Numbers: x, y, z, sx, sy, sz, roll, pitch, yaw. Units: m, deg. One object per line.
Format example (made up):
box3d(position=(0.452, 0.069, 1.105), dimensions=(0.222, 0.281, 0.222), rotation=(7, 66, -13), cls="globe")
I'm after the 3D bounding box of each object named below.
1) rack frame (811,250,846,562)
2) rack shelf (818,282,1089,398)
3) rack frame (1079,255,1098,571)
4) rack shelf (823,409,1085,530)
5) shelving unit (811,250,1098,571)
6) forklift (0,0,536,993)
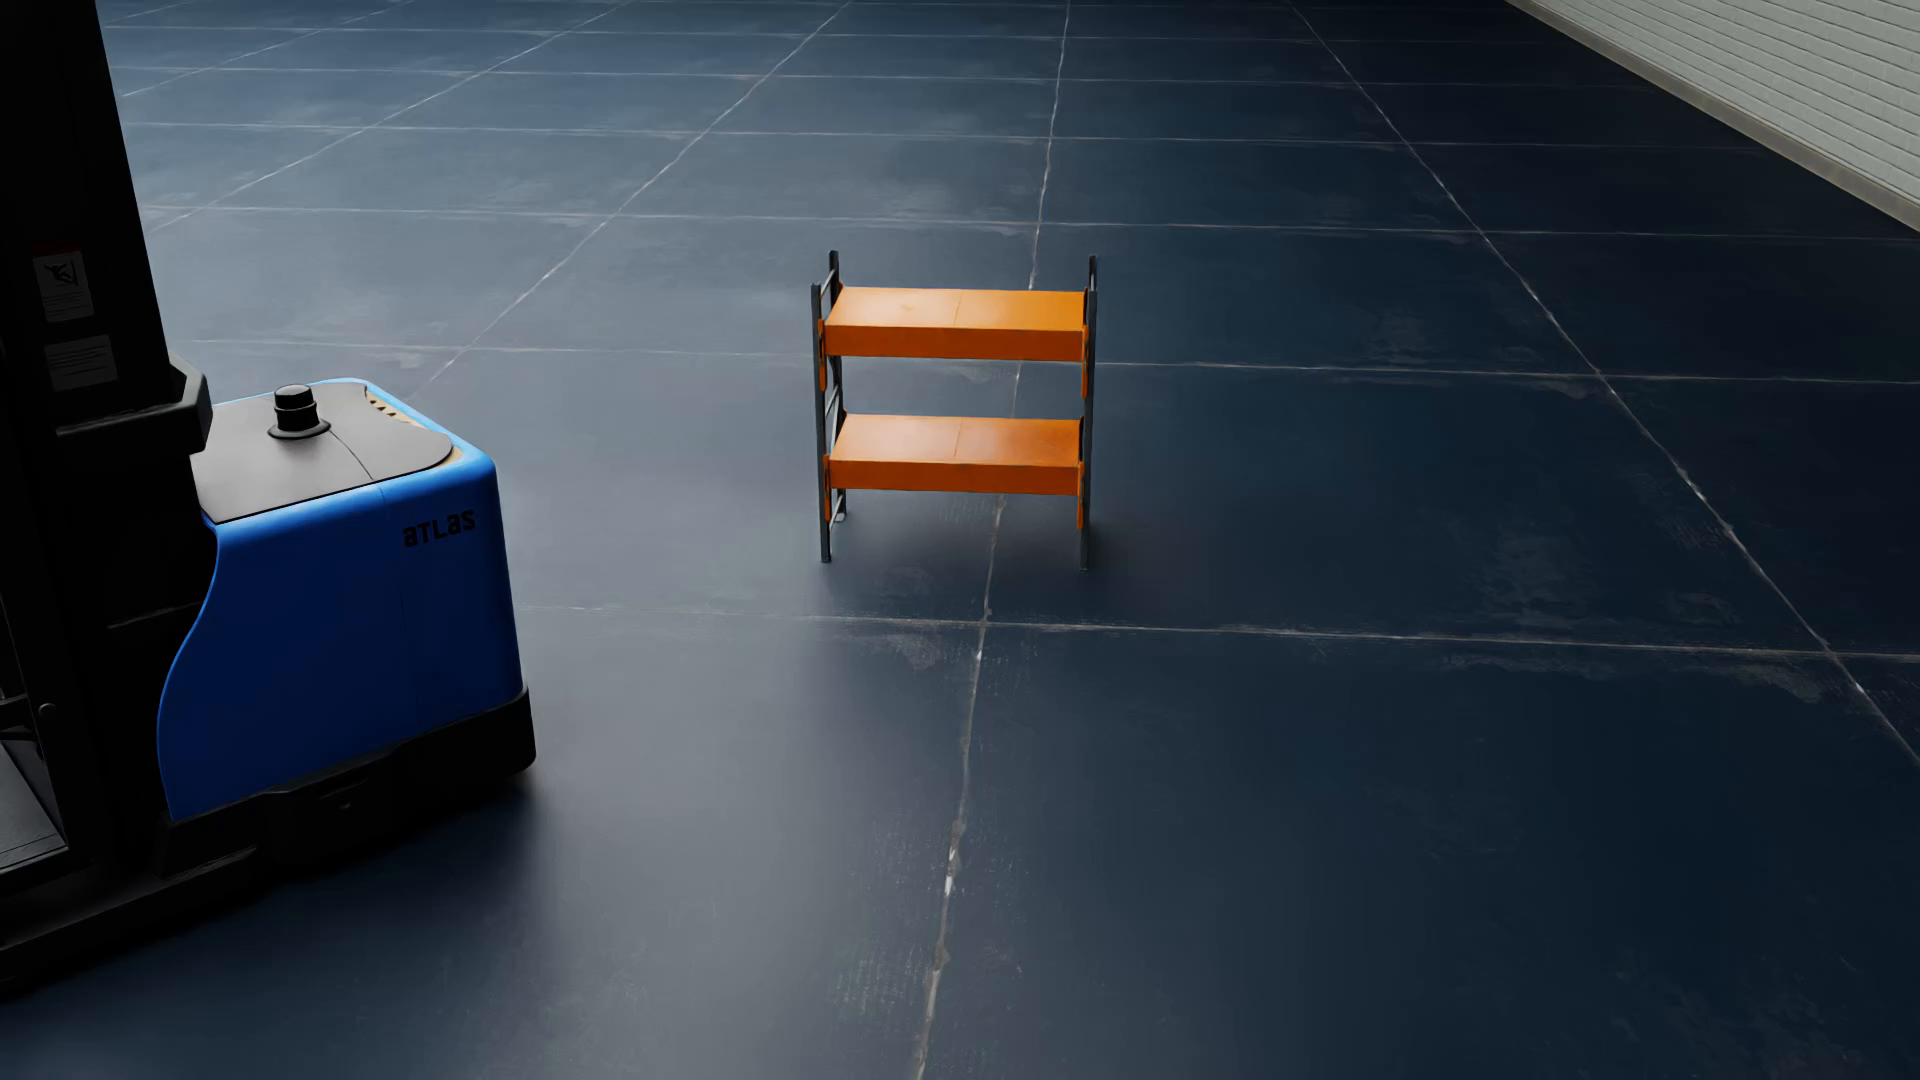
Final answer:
box3d(position=(-0.514, -0.527, 6.551), dimensions=(0.032, 1.125, 0.500), rotation=(2, 25, 4), cls="rack frame")
box3d(position=(-0.007, -0.777, 6.393), dimensions=(1.000, 0.278, 0.538), rotation=(2, 25, 4), cls="rack shelf")
box3d(position=(0.500, -0.495, 6.480), dimensions=(0.032, 1.125, 0.500), rotation=(2, 25, 4), cls="rack frame")
box3d(position=(-0.007, -0.289, 6.618), dimensions=(1.000, 0.278, 0.538), rotation=(2, 25, 4), cls="rack shelf")
box3d(position=(-0.007, -0.511, 6.515), dimensions=(1.048, 1.125, 0.538), rotation=(2, 25, 4), cls="shelving unit")
box3d(position=(-2.752, -0.342, 3.986), dimensions=(3.031, 2.935, 1.130), rotation=(-20, 31, -36), cls="forklift")
